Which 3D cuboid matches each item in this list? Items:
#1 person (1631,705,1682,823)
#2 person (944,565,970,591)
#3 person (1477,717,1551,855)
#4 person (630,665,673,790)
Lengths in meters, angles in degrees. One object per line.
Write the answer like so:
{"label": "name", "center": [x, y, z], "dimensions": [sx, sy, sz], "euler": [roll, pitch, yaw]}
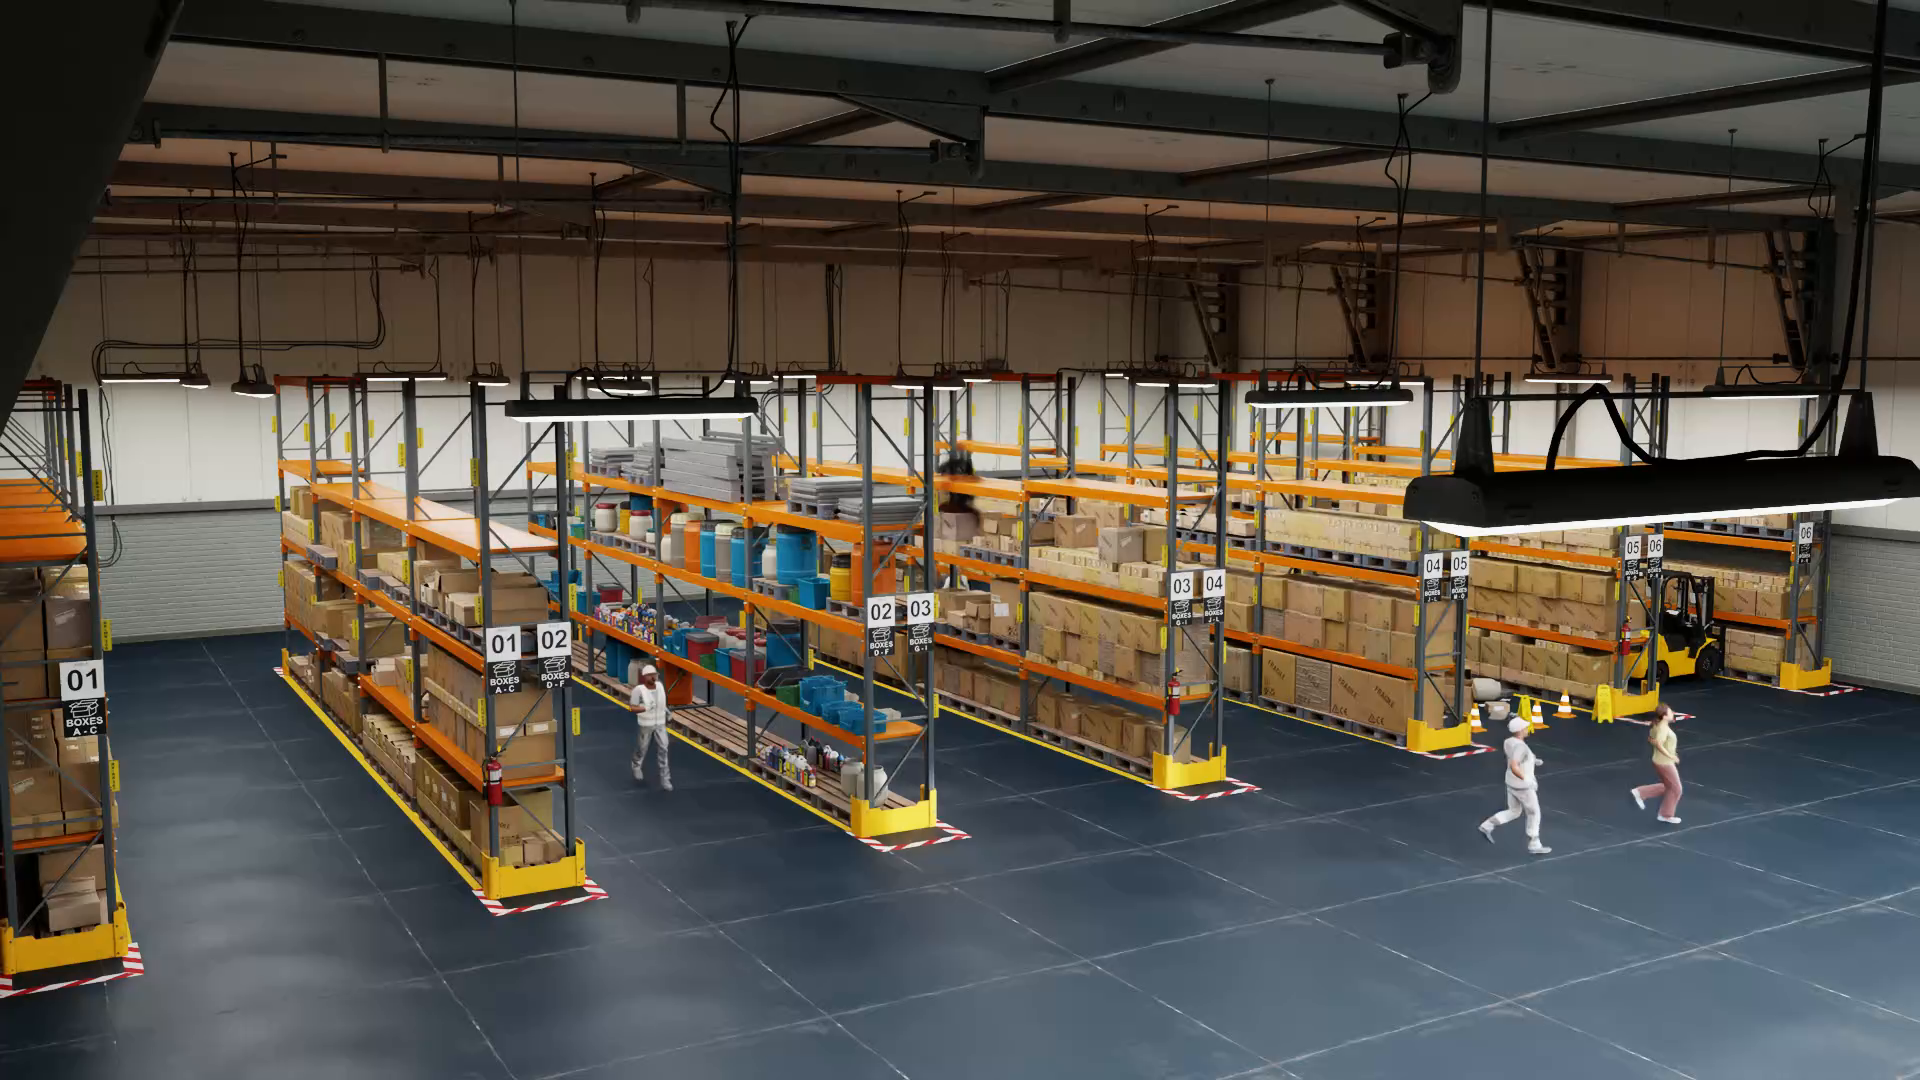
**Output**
{"label": "person", "center": [9.546, 3.050, 22.709], "dimensions": [0.648, 1.637, 0.581], "euler": [1, 6, 10]}
{"label": "person", "center": [-0.059, 1.411, 37.059], "dimensions": [0.709, 1.737, 0.757], "euler": [-4, 7, -30]}
{"label": "person", "center": [7.105, 3.133, 21.187], "dimensions": [0.928, 1.766, 0.657], "euler": [0, 6, -3]}
{"label": "person", "center": [-4.557, 2.731, 24.541], "dimensions": [0.678, 1.784, 0.972], "euler": [-4, 8, -35]}
